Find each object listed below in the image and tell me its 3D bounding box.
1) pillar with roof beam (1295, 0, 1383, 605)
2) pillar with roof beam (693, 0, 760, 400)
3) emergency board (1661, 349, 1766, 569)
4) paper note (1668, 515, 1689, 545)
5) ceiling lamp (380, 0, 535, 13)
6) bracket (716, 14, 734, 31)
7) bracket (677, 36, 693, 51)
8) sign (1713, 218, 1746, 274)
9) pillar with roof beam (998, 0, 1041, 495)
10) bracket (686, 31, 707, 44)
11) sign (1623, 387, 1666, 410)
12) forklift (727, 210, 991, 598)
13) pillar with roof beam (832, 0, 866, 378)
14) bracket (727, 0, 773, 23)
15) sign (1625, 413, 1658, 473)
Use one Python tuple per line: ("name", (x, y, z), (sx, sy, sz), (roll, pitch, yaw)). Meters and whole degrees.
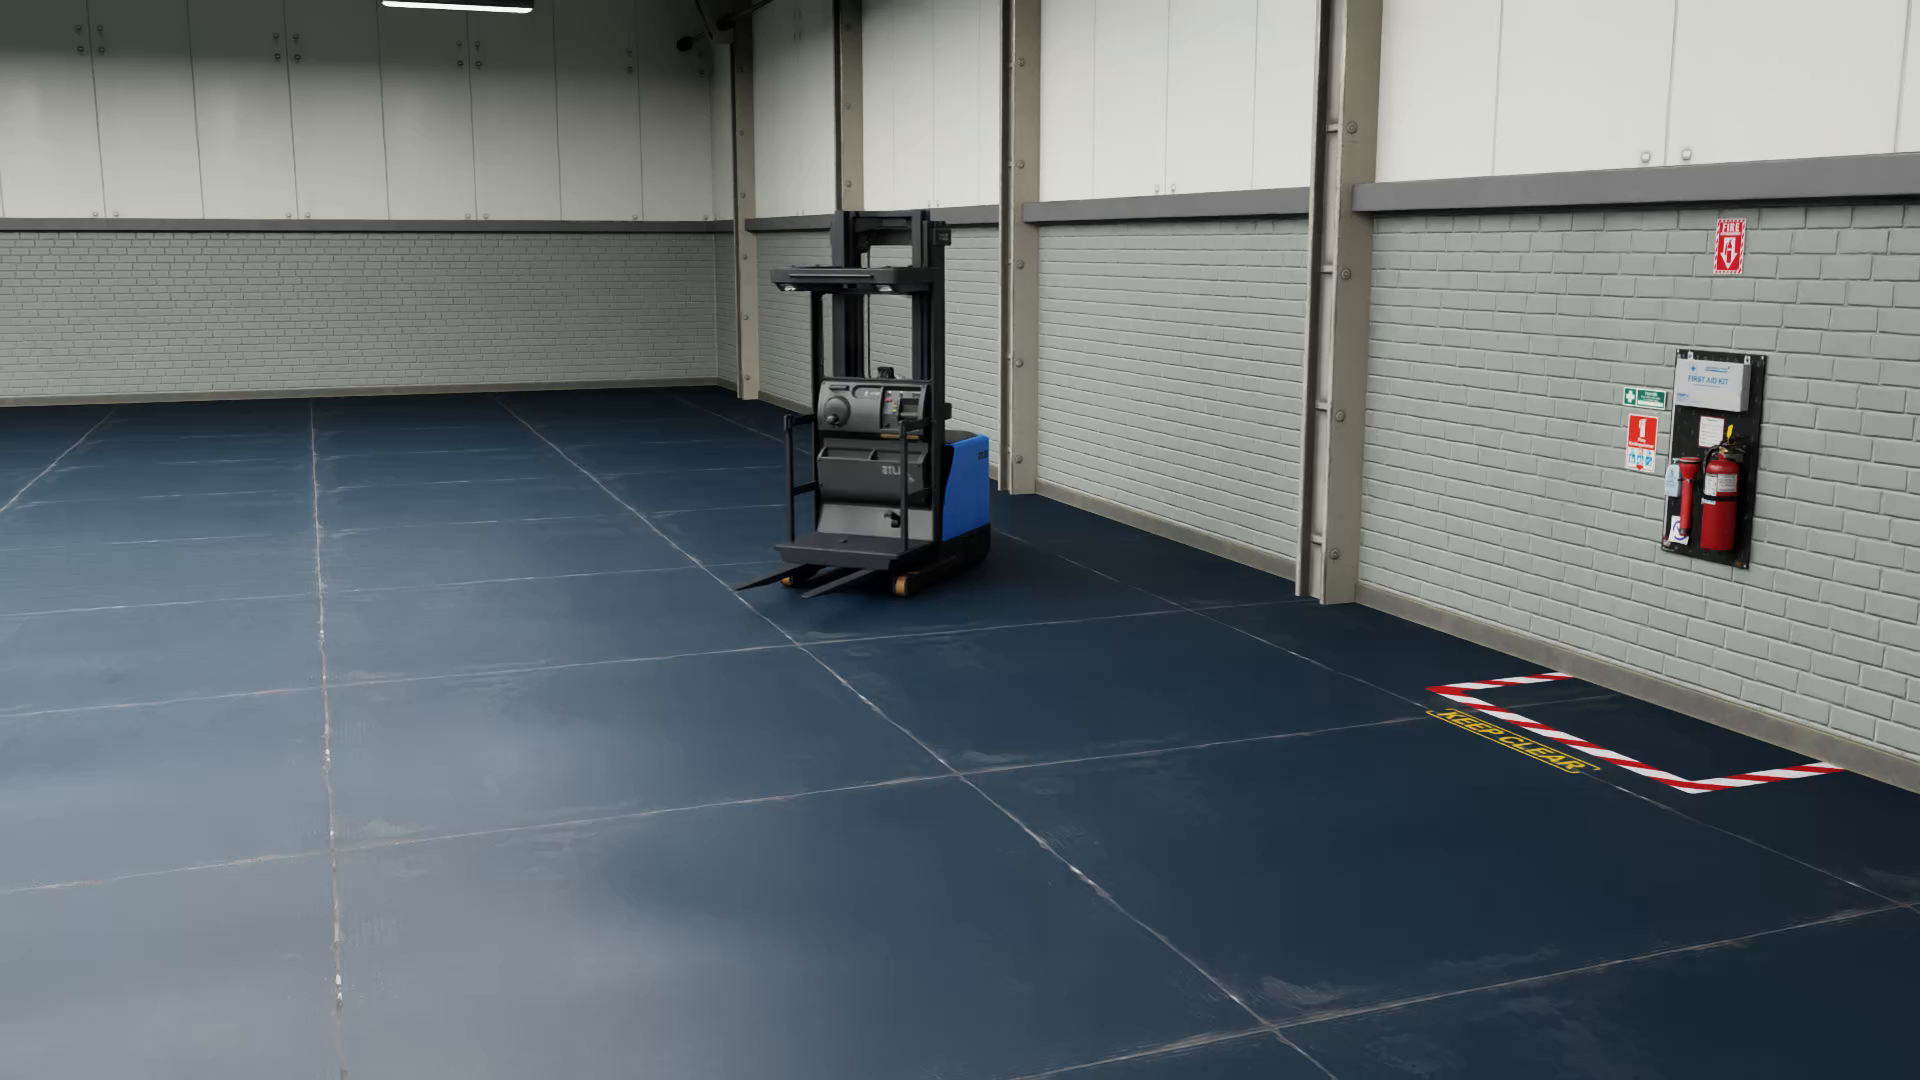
("pillar with roof beam", (-1.206, -3.712, 10.422), (9.100, 9.000, 0.400), (-4, 11, -21))
("pillar with roof beam", (-7.729, -6.650, 26.940), (9.100, 9.000, 0.548), (-4, 11, -21))
("emergency board", (4.121, -0.458, 9.259), (0.194, 1.169, 0.643), (-4, 11, -21))
("paper note", (4.121, -0.058, 9.523), (0.016, 0.148, 0.142), (-4, 11, -21))
("ceiling lamp", (-6.939, -8.852, 22.649), (2.000, 3.185, 0.800), (-4, 11, -21))
("bracket", (-3.897, -8.605, 27.653), (0.235, 0.232, 0.430), (-4, 11, -21))
("bracket", (-5.056, -9.127, 30.589), (0.235, 0.232, 0.430), (-4, 11, -21))
("sign", (4.211, -1.607, 9.099), (0.001, 0.298, 0.199), (-4, 11, -21))
("pillar with roof beam", (-3.380, -4.691, 15.928), (9.100, 9.000, 0.400), (-4, 11, -21))
("bracket", (-4.842, -9.031, 30.047), (0.076, 0.066, 3.189), (-4, 11, -21))
("sign", (4.010, -0.832, 9.747), (0.001, 0.109, 0.331), (-4, 11, -21))
("forklift", (-0.777, -1.088, 12.996), (1.130, 2.935, 3.031), (4, 11, 23))
("pillar with roof beam", (-5.554, -5.671, 21.434), (9.100, 9.000, 0.400), (-4, 11, -21))
("bracket", (-2.963, -8.185, 25.289), (0.076, 0.066, 4.783), (-4, 11, -21))
("sign", (4.016, -0.572, 9.800), (0.001, 0.329, 0.234), (-4, 11, -21))
